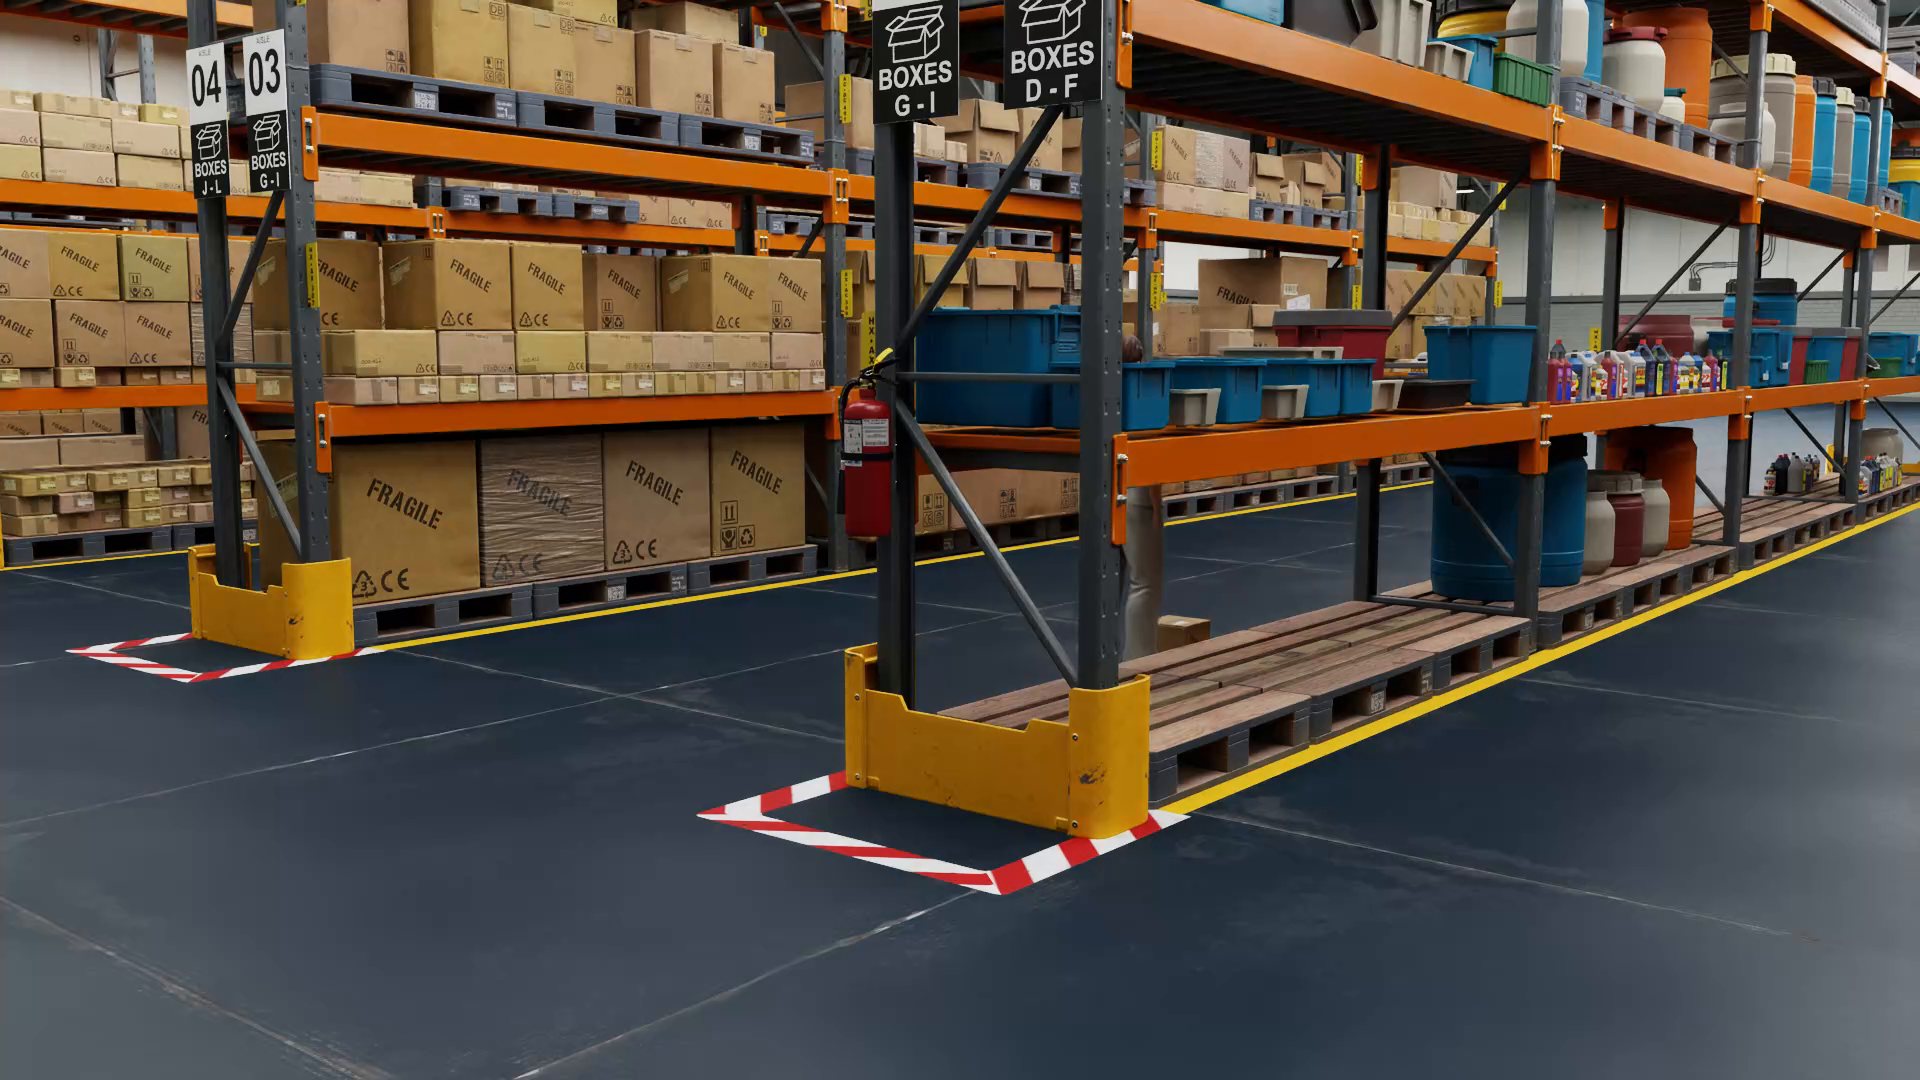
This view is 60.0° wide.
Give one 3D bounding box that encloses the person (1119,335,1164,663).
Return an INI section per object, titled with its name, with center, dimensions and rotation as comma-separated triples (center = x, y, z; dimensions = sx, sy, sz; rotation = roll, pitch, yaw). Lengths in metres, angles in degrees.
[person]
center = 0.775, -0.131, 7.875
dimensions = 0.436, 1.670, 0.365
rotation = 6, 9, 40
